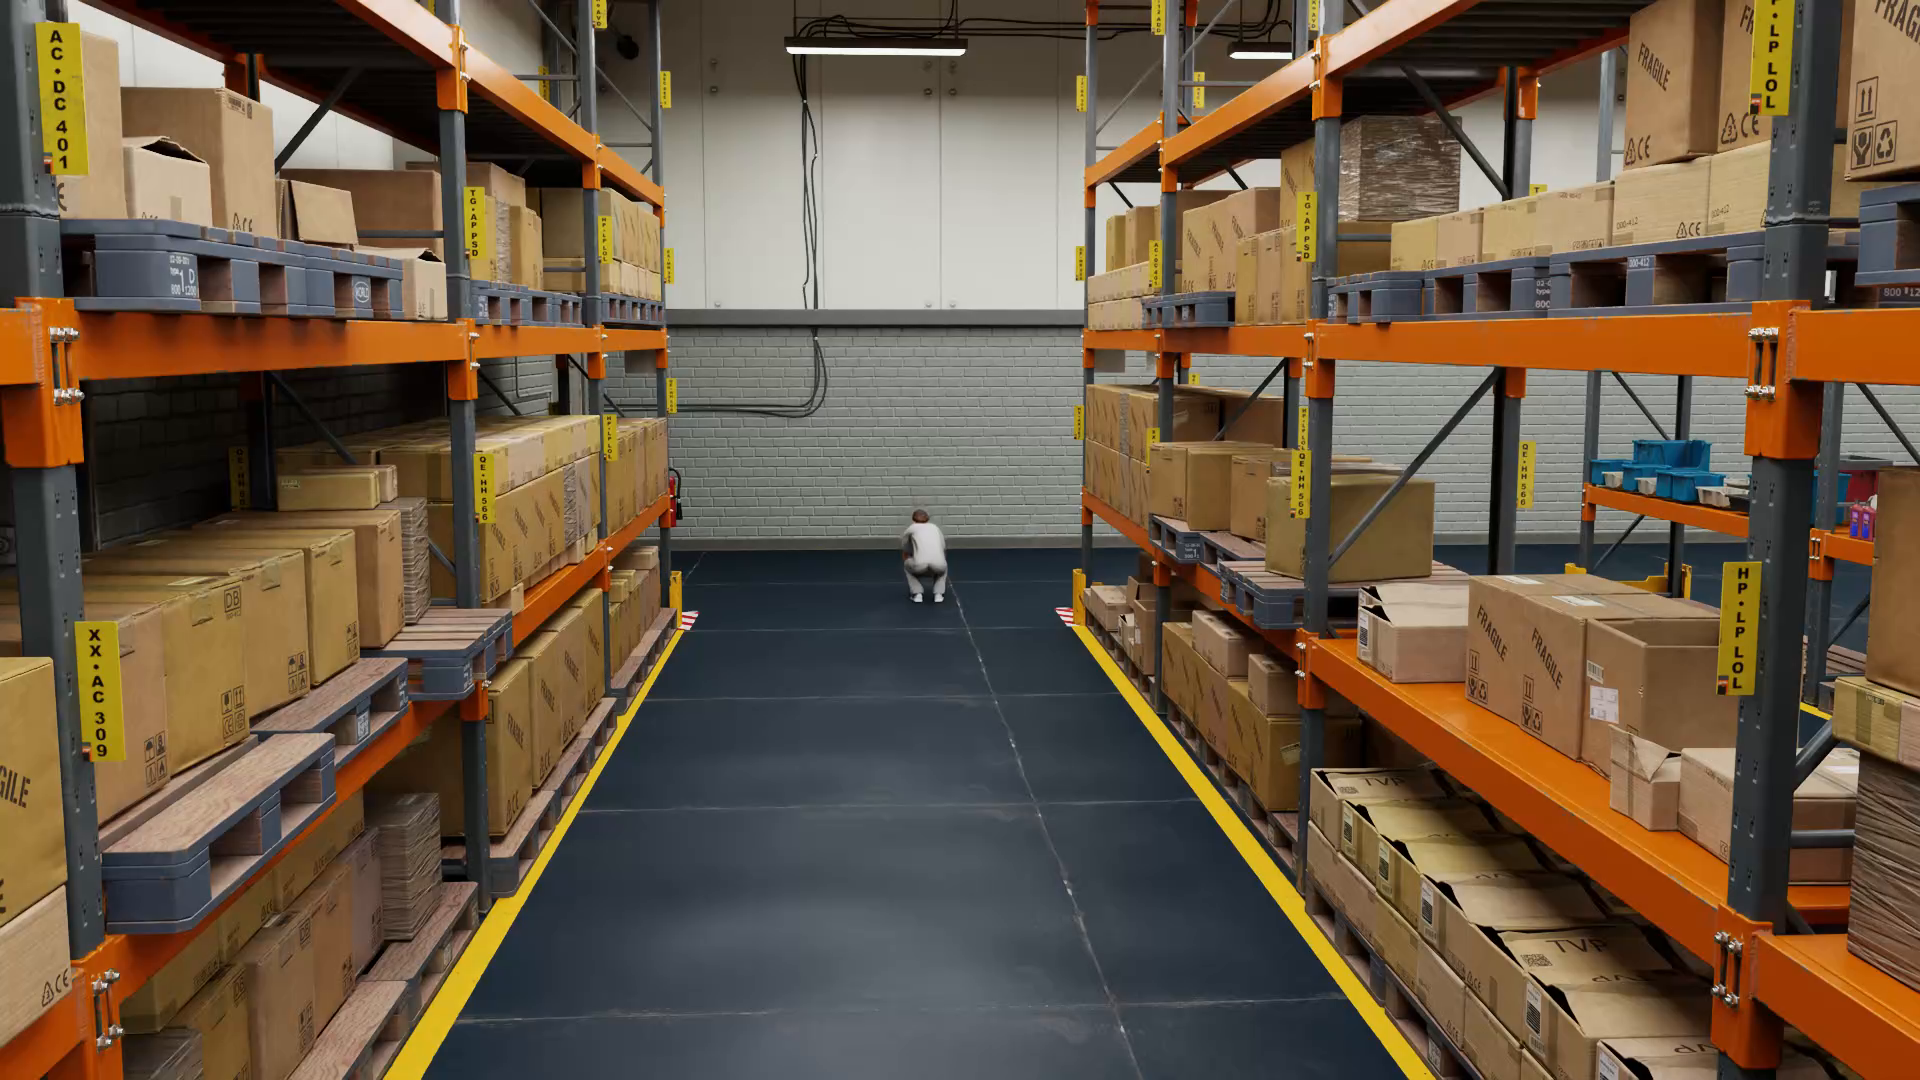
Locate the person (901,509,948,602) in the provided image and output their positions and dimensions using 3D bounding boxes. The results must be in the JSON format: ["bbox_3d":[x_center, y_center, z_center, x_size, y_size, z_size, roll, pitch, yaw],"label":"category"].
[{"bbox_3d":[-0.368,0.163,17.521,0.494,0.932,0.802,0,7,-4],"label":"person"}]
